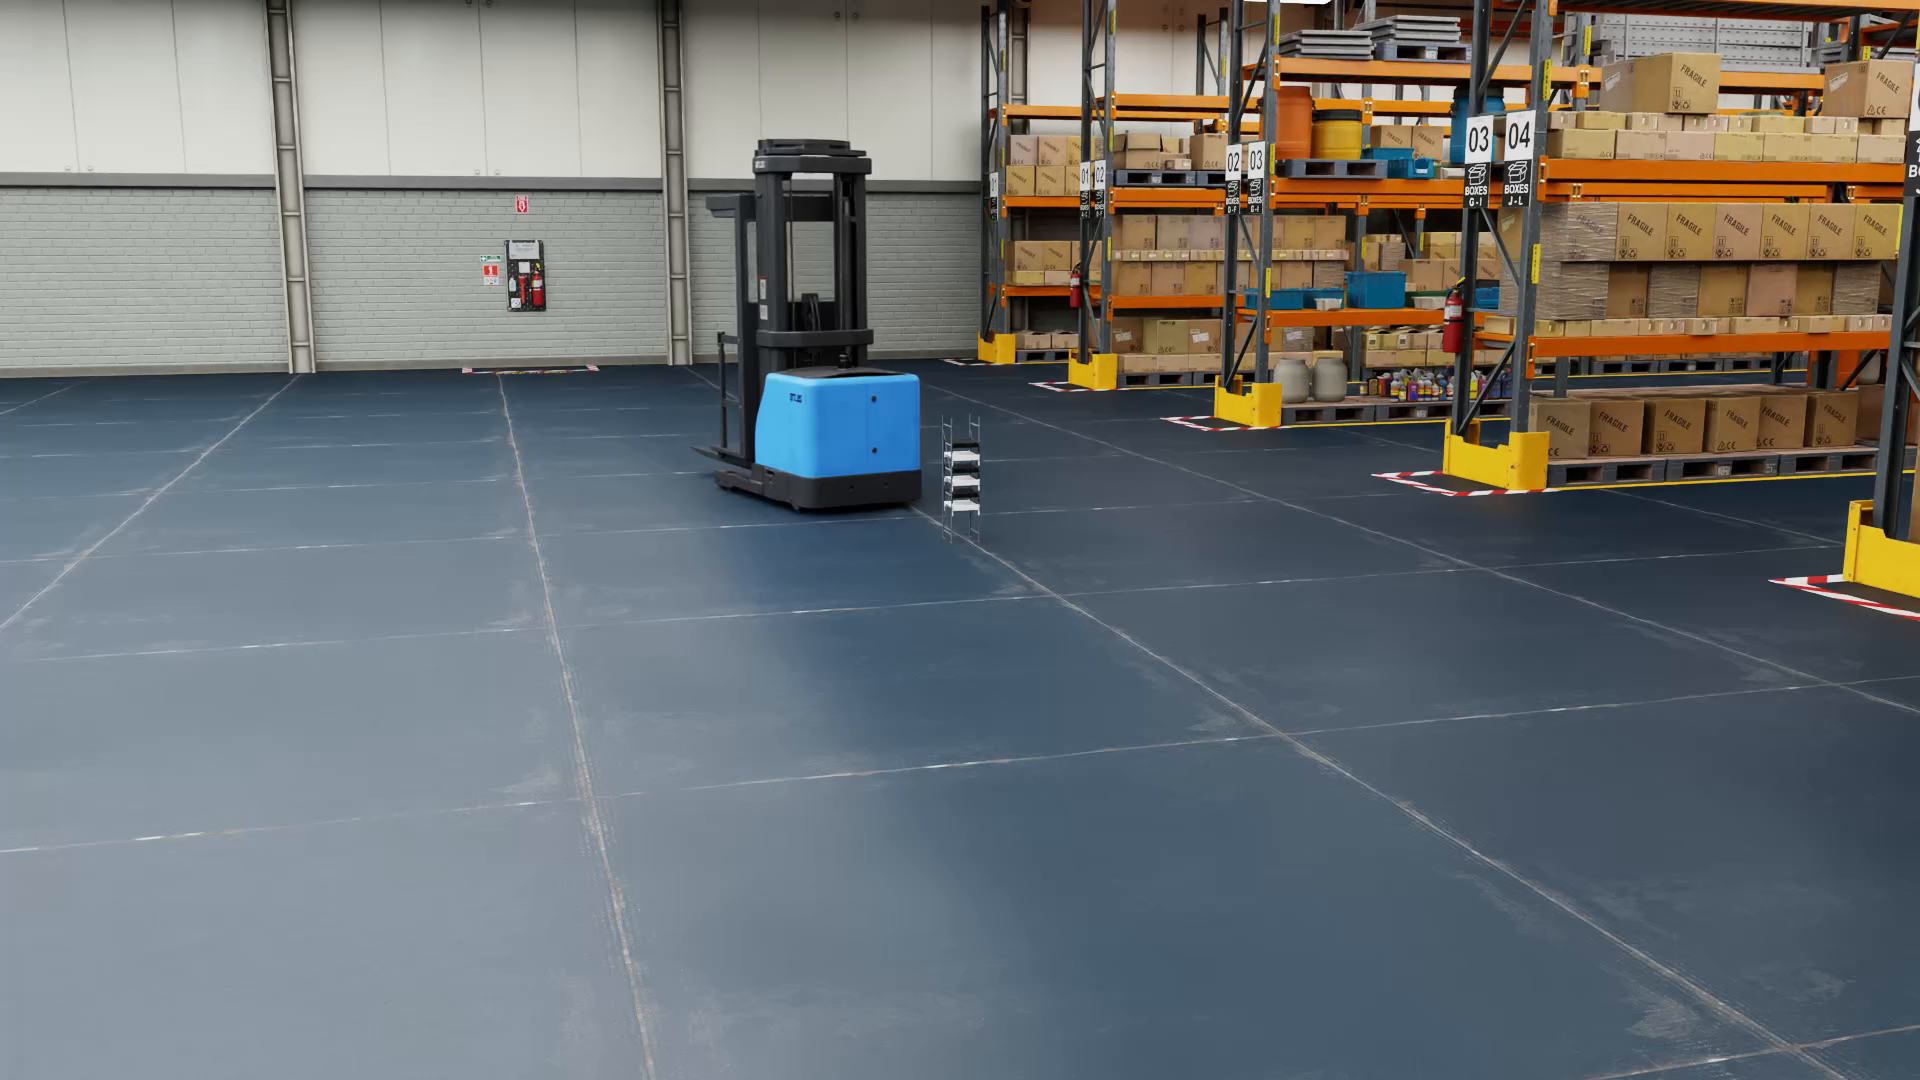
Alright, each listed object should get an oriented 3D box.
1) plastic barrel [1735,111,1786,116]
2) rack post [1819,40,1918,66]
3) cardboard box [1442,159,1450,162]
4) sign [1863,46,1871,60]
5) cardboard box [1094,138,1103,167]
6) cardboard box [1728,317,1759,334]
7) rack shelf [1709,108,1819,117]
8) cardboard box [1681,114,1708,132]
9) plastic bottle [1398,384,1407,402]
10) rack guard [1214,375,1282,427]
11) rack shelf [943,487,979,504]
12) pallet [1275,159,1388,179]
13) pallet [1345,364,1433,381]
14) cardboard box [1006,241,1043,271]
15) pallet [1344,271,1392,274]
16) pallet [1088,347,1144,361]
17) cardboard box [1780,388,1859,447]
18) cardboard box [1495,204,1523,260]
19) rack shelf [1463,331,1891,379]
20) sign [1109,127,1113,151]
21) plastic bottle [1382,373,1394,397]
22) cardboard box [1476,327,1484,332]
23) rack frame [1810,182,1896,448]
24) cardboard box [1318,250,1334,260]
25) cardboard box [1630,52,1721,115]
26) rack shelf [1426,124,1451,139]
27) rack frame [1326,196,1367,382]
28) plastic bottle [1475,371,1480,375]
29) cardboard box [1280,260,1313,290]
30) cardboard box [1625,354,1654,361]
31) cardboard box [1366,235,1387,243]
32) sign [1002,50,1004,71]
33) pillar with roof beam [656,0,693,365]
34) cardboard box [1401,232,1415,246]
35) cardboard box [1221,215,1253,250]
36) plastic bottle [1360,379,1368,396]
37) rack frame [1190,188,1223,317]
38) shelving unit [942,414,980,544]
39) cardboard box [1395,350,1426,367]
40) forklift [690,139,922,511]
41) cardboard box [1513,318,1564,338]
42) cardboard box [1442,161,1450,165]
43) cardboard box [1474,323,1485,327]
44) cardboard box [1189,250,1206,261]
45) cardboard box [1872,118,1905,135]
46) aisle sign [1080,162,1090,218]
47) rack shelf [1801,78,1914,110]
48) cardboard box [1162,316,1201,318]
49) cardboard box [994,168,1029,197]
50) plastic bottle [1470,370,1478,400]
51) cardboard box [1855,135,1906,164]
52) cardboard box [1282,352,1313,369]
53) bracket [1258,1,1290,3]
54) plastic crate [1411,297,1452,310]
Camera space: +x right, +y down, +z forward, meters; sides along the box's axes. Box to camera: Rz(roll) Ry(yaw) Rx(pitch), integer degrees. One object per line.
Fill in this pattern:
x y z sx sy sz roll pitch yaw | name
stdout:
10.163 -4.989 21.190 0.600 0.901 0.600 0 10 0 | plastic barrel
11.696 -6.228 21.229 0.937 0.300 0.954 -3 11 -16 | rack post
8.684 -6.768 30.747 0.500 0.500 0.700 -4 11 -20 | cardboard box
11.173 -5.967 20.496 0.005 0.325 0.100 -3 11 -16 | sign
2.388 -6.756 29.082 0.500 0.500 0.500 -3 11 -16 | cardboard box
6.987 -1.948 15.038 0.250 0.149 0.380 -3 11 -16 | cardboard box
11.551 -6.633 26.314 4.000 0.370 1.077 -3 11 -16 | rack shelf
6.303 -3.636 14.540 0.250 0.149 0.380 -4 11 -19 | cardboard box
5.258 -1.749 19.774 0.097 0.201 0.097 0 10 0 | plastic bottle
3.391 -1.648 19.620 0.348 0.500 1.175 -3 11 -16 | rack guard
0.008 -0.322 11.990 0.200 0.077 0.258 -3 11 -16 | rack shelf
4.153 -4.273 19.209 1.213 0.211 1.003 -3 11 -16 | pallet
6.487 -2.602 25.598 1.213 0.211 1.003 -3 11 -16 | pallet
1.104 -4.865 28.475 0.500 0.500 0.500 -3 11 -16 | cardboard box
7.588 -4.844 30.603 1.003 0.211 1.213 -3 11 -16 | pallet
2.594 -3.316 29.478 1.213 0.211 1.003 -3 11 -16 | pallet
8.161 -1.171 15.867 0.500 0.500 0.500 -3 11 -18 | cardboard box
5.174 -2.763 14.909 0.500 0.500 0.500 -3 11 -16 | cardboard box
6.636 -1.752 15.266 4.000 0.370 1.077 -3 11 -16 | rack shelf
2.099 -5.574 23.123 0.005 0.325 0.100 -3 11 -16 | sign
5.252 -1.905 20.396 0.133 0.283 0.061 -3 11 -16 | plastic bottle
8.214 -3.140 25.704 0.500 0.311 0.500 -3 11 -16 | cardboard box
8.556 -2.207 15.751 0.127 3.000 1.000 -3 11 -16 | rack frame
5.351 -4.234 24.695 0.250 0.149 0.380 -3 11 -17 | cardboard box
6.216 -3.949 14.452 0.500 0.500 0.500 -3 11 -16 | cardboard box
10.163 -7.494 30.990 4.000 0.370 1.077 -3 11 -16 | rack shelf
5.791 -3.929 25.106 0.127 3.000 1.000 -3 11 -16 | rack frame
6.440 -1.984 20.846 0.135 0.276 0.152 -3 11 -14 | plastic bottle
4.862 -3.927 24.818 0.500 0.500 0.700 -3 11 -17 | cardboard box
10.649 -3.120 26.397 0.500 0.500 0.500 -3 11 -18 | cardboard box
7.615 -5.536 30.549 0.250 0.149 0.380 -5 12 -25 | cardboard box
0.713 -7.942 27.536 0.005 0.325 0.100 -3 11 -16 | sign
-3.565 -6.672 23.435 0.400 9.000 9.100 -3 11 -16 | pillar with roof beam
8.606 -5.635 31.146 0.500 0.250 0.500 -3 11 -14 | cardboard box
3.921 -4.517 24.438 0.500 0.500 0.700 -3 11 -16 | cardboard box
4.972 -1.875 20.461 0.097 0.201 0.097 0 10 0 | plastic bottle
4.402 -4.790 29.783 0.127 3.000 1.000 -3 11 -16 | rack frame
0.008 -0.443 11.967 0.210 0.900 0.258 -3 11 -16 | shelving unit
6.738 -2.787 25.333 0.500 0.250 0.500 -3 11 -15 | cardboard box
-1.484 -1.894 14.238 1.130 2.935 3.031 -6 12 -30 | forklift
5.056 -1.854 14.527 0.250 0.149 0.380 -3 11 -16 | cardboard box
7.643 -5.624 25.278 0.500 0.250 0.500 -4 11 -21 | cardboard box
9.829 -4.200 31.352 0.750 0.750 0.750 -3 11 -16 | cardboard box
3.378 -4.130 24.129 0.250 0.149 0.380 -3 11 -18 | cardboard box
8.325 -3.738 15.095 0.250 0.149 0.380 -3 11 -14 | cardboard box
1.805 -5.053 24.030 0.004 0.787 0.394 -3 11 -16 | aisle sign
12.932 -5.772 21.635 4.000 0.370 1.077 -3 11 -16 | rack shelf
3.338 -3.082 24.867 0.500 0.500 0.500 -3 11 -16 | cardboard box
0.892 -6.187 28.755 0.500 0.500 0.500 -2 11 -12 | cardboard box
6.139 -1.873 20.037 0.185 0.351 0.144 -3 11 -16 | plastic bottle
8.191 -3.540 15.121 0.500 0.250 0.500 -3 11 -14 | cardboard box
4.924 -2.699 24.855 0.500 0.250 0.500 -3 11 -16 | cardboard box
3.964 -9.584 29.310 4.783 0.066 0.076 -3 11 -16 | bracket
5.683 -2.812 19.766 0.437 0.136 0.530 -3 11 -16 | plastic crate
